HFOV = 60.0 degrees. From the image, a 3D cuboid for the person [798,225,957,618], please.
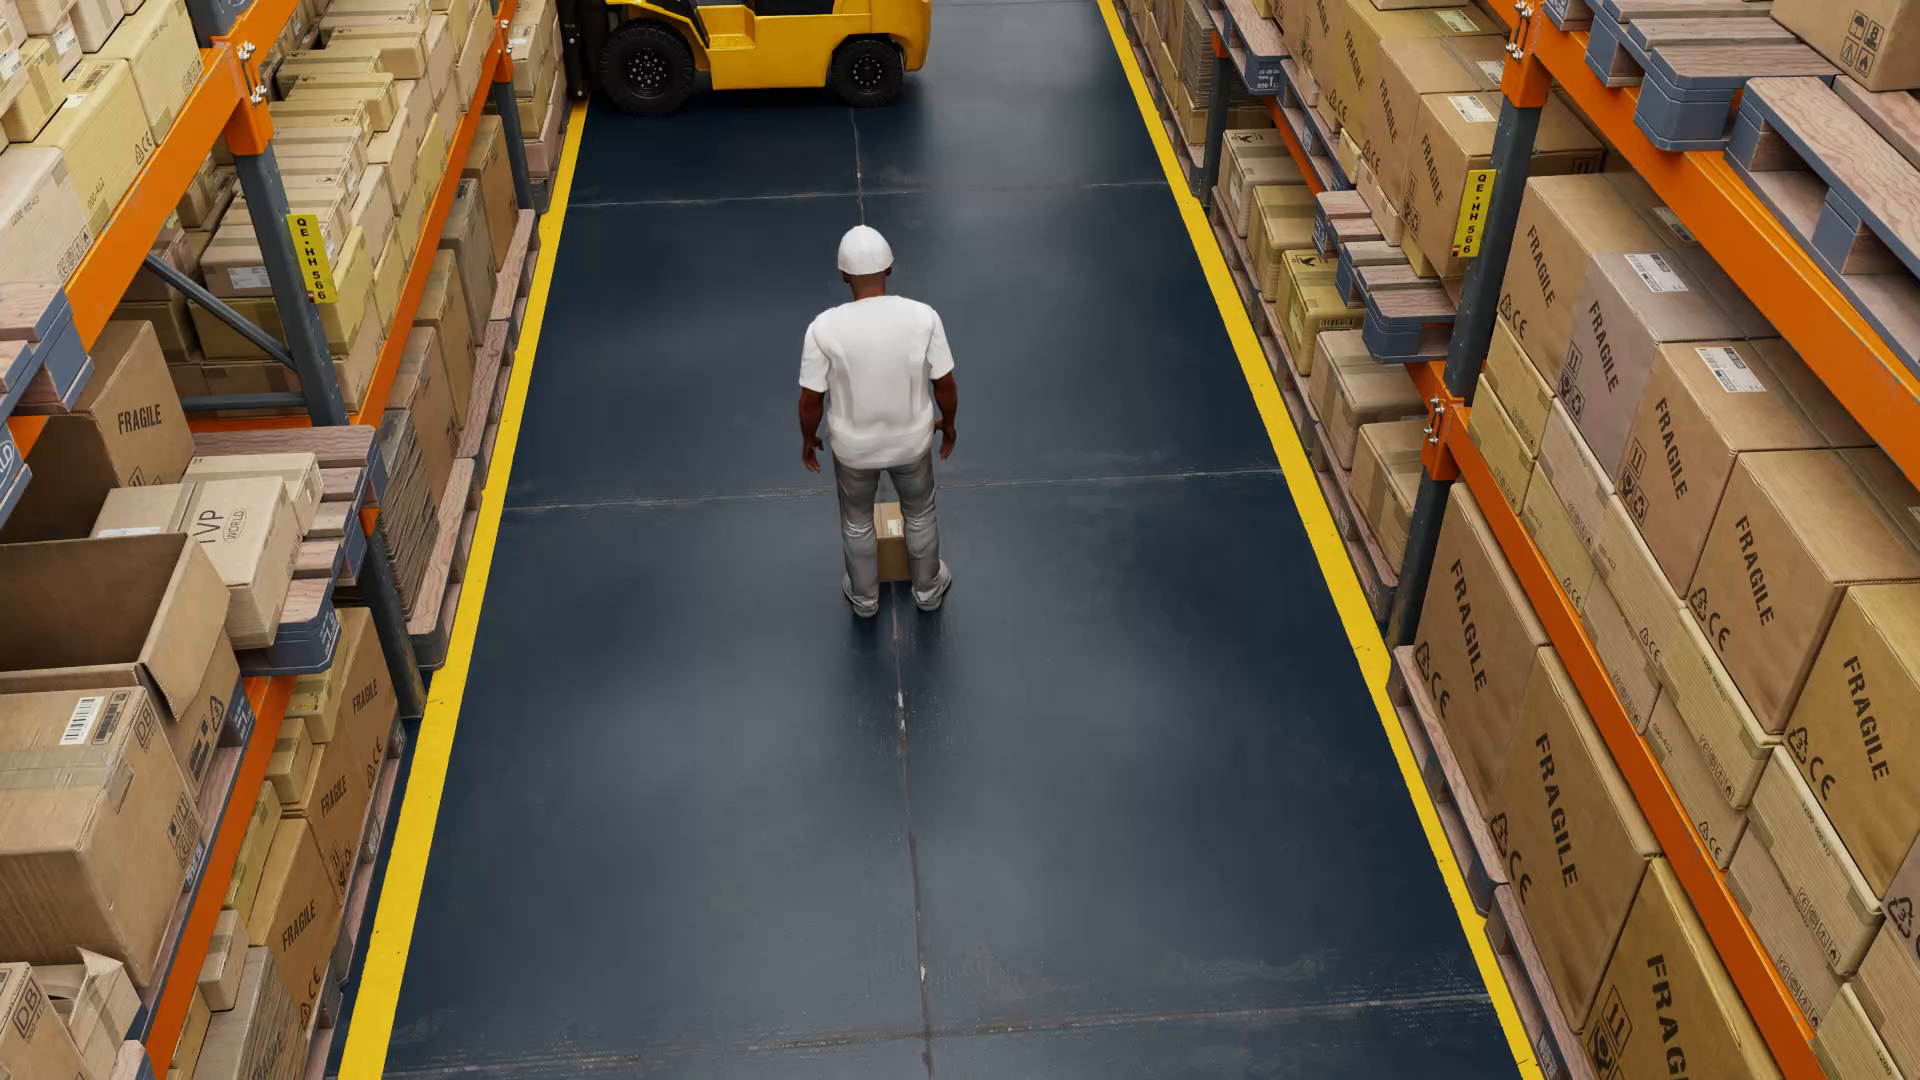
[{"bbox_3d":[-0.324,-0.433,6.678,0.634,1.760,0.459,-5,39,-7],"label":"person"}]
